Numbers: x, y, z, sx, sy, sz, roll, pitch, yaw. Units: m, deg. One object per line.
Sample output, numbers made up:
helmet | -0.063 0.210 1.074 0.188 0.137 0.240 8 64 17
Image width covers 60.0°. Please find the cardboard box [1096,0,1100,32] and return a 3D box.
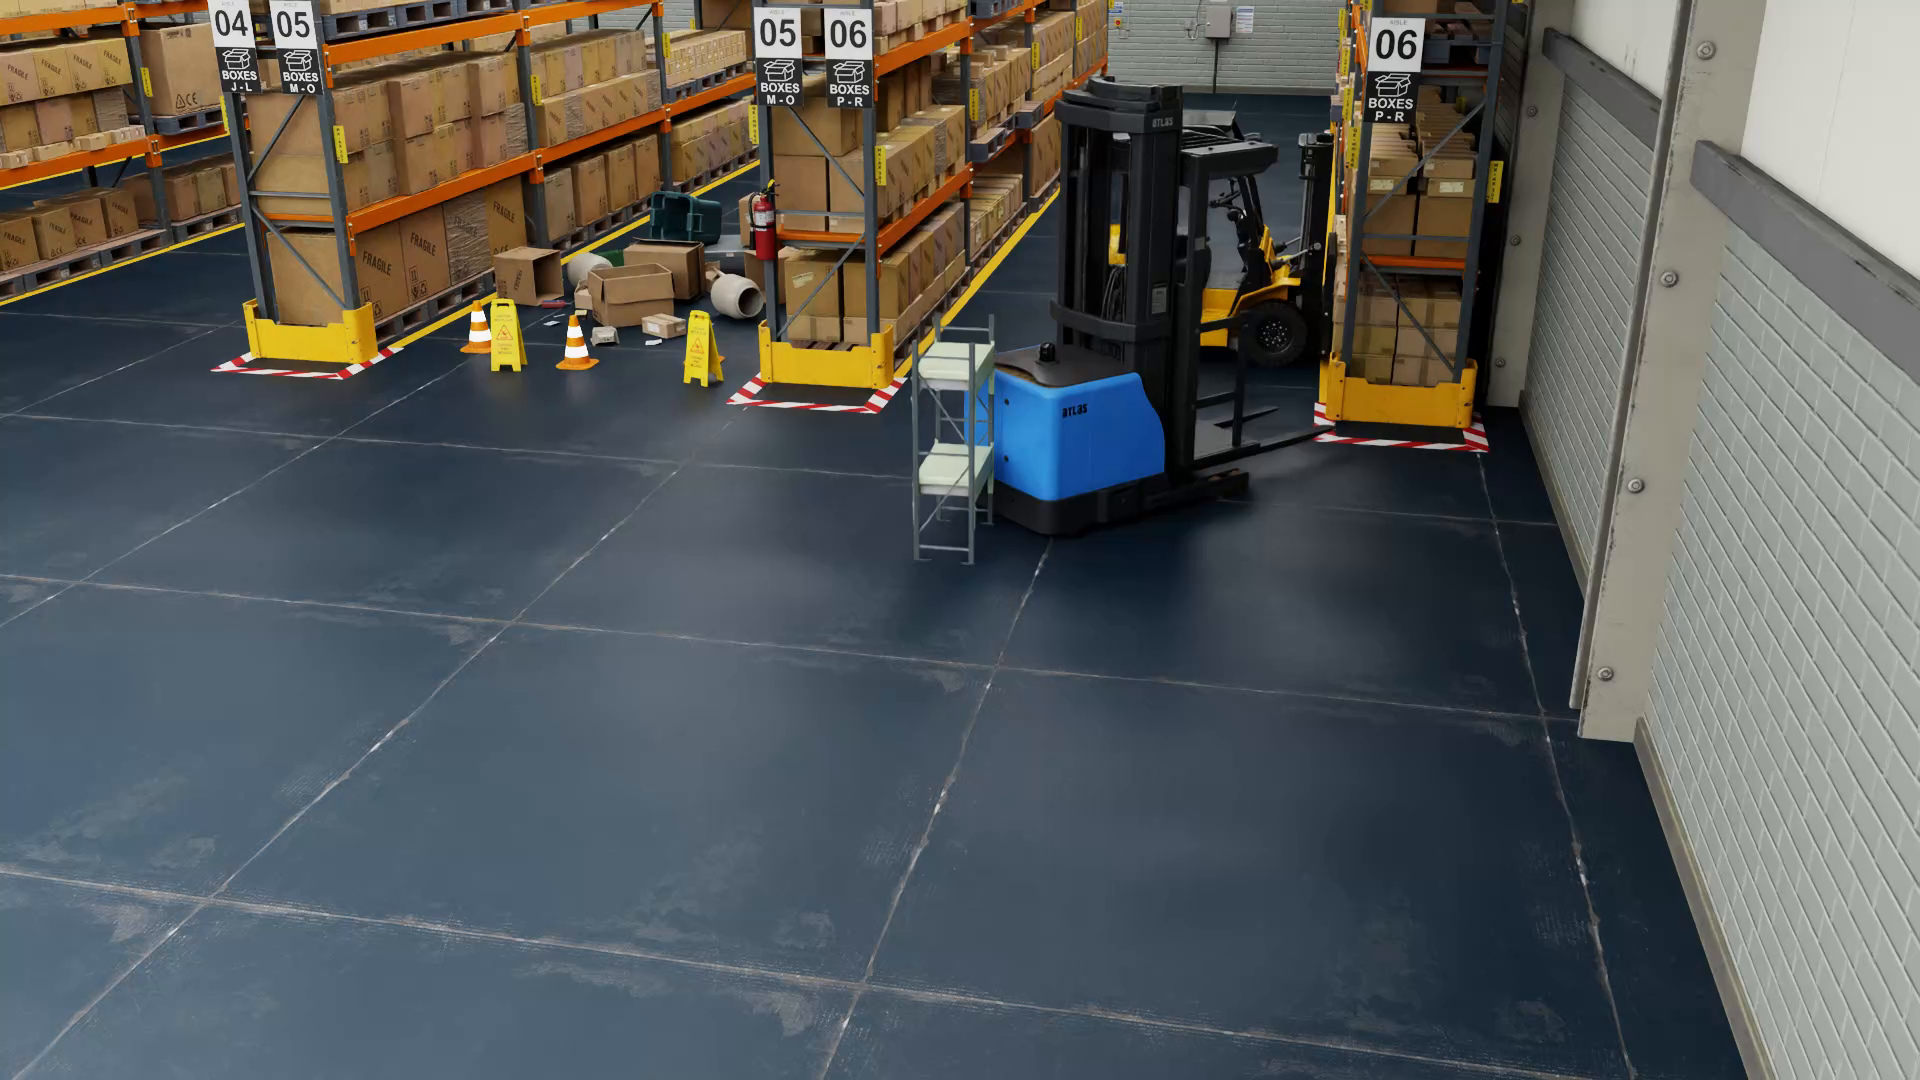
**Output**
cardboard box | 2.012 -8.590 27.195 0.500 0.500 0.500 4 22 11

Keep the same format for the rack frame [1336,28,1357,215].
rack frame | 5.287 -5.346 20.611 1.000 3.000 0.127 4 22 11

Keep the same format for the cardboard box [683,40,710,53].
cardboard box | -3.834 -7.143 24.053 0.380 0.149 0.250 4 22 10

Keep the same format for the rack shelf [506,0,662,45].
rack shelf | -4.848 -6.389 20.150 1.077 0.370 4.000 4 22 11

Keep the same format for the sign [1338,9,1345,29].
sign | 6.388 -8.714 27.817 0.100 0.325 0.005 4 22 11

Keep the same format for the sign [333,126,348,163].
sign | -5.530 -3.531 14.841 0.100 0.325 0.005 4 22 11

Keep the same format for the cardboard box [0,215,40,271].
cardboard box | -10.528 -3.263 18.225 0.500 0.500 0.500 7 23 16

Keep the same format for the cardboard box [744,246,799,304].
cardboard box | -1.940 -2.813 17.666 0.500 0.500 0.500 -16 27 -35

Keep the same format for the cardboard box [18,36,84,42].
cardboard box | -10.431 -5.518 19.169 0.500 0.500 0.500 4 22 11

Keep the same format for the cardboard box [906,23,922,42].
cardboard box | -0.560 -4.641 15.183 0.380 0.149 0.250 5 22 12

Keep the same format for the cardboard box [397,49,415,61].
cardboard box | -8.601 -7.241 25.183 0.500 0.500 0.500 5 22 11

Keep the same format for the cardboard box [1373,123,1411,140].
cardboard box | 3.897 -3.704 15.136 0.380 0.149 0.250 5 22 11

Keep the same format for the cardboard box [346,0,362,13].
cardboard box | -5.637 -4.847 15.000 0.380 0.149 0.250 5 22 11

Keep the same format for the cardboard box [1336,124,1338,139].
cardboard box | 6.489 -6.780 26.958 0.700 0.500 0.500 5 23 13

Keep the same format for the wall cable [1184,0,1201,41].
wall cable | 4.578 -11.080 33.489 0.588 1.984 0.122 4 22 11

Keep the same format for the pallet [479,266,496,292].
pallet | -5.487 -3.034 18.605 1.003 0.211 1.213 4 22 11

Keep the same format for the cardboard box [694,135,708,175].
cardboard box | -3.946 -5.522 23.832 0.500 0.500 0.500 5 22 12

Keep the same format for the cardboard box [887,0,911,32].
cardboard box | -0.730 -4.604 14.557 0.500 0.250 0.500 4 22 10

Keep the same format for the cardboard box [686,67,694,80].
cardboard box | -3.988 -6.585 23.463 0.380 0.149 0.250 5 23 13

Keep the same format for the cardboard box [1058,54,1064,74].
cardboard box | 1.197 -6.795 23.741 0.500 0.250 0.500 5 22 12

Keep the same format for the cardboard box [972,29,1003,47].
cardboard box | 0.276 -6.442 21.861 0.500 0.500 0.500 4 22 9

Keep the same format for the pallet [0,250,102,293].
pallet | -10.440 -3.026 18.584 1.003 0.211 1.213 4 22 11

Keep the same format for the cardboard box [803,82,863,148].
cardboard box | -1.204 -3.833 14.985 0.700 0.500 0.500 5 22 11

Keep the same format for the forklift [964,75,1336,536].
forklift | 1.505 -1.802 11.903 3.031 2.935 1.130 -15 26 -33

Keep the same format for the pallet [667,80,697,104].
pallet | -4.398 -6.243 23.096 1.213 0.211 1.003 4 22 11

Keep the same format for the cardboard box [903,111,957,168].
cardboard box | -0.335 -4.074 16.922 0.500 0.500 0.500 5 23 13

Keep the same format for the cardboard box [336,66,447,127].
cardboard box | -5.708 -4.447 16.733 0.875 0.550 0.500 4 22 11

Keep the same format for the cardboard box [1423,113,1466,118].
cardboard box | 4.579 -3.945 15.734 0.380 0.149 0.250 4 22 10

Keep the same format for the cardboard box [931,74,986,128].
cardboard box | -0.013 -4.788 18.134 0.500 0.500 0.500 5 22 12

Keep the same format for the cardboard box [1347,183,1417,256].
cardboard box | 3.498 -2.666 13.825 0.500 0.500 0.500 4 22 10

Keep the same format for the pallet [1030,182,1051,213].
pallet | 0.662 -4.712 22.770 1.003 0.211 1.213 4 22 11

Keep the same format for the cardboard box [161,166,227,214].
cardboard box | -9.828 -4.456 21.159 0.700 0.500 0.500 4 22 11

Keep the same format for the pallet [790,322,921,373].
pallet | -0.989 -1.826 15.604 1.003 0.211 1.213 4 22 11

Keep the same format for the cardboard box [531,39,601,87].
cardboard box | -4.849 -5.850 20.391 0.700 0.500 0.500 4 22 10

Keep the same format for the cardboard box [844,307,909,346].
cardboard box | -0.770 -1.990 15.398 0.500 0.250 0.500 4 22 10

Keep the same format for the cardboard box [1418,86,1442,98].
cardboard box | 5.282 -5.082 18.954 0.380 0.149 0.250 4 22 10

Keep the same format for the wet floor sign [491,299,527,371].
wet floor sign | -4.139 -1.884 15.167 0.267 0.644 0.232 1 22 2

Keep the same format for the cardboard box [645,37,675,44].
cardboard box | -4.417 -7.298 24.437 0.380 0.149 0.250 5 23 13

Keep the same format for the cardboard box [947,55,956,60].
cardboard box | -0.093 -5.569 20.072 0.500 0.500 0.500 5 22 12

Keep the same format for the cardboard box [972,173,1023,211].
cardboard box | 0.302 -4.493 21.449 0.950 0.372 0.625 3 22 7

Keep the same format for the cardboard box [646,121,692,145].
cardboard box | -4.062 -5.680 23.221 0.500 0.250 0.500 3 22 8

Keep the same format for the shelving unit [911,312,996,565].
shelving unit | -0.037 -0.681 11.037 0.431 1.500 0.755 4 22 10

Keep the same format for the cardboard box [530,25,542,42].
cardboard box | -7.689 -8.903 29.247 0.500 0.250 0.500 4 22 9

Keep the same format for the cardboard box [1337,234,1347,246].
cardboard box | 3.860 -2.744 15.931 0.500 0.250 0.500 5 23 13

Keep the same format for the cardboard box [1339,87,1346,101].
cardboard box | 5.046 -5.693 21.249 0.380 0.149 0.250 5 22 12

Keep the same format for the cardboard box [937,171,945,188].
cardboard box | -0.360 -3.631 16.689 0.380 0.149 0.250 4 22 10

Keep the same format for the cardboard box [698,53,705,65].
cardboard box | -3.883 -6.912 23.876 0.380 0.149 0.250 4 22 10

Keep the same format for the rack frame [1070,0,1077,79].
rack frame | 1.243 -7.185 25.180 1.000 3.000 0.127 4 22 11

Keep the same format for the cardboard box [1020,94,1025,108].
cardboard box | 0.599 -5.464 20.679 0.380 0.149 0.250 4 22 10

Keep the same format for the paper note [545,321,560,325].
paper note | -4.098 -2.188 16.748 0.144 0.017 0.142 13 25 29

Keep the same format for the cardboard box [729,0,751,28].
cardboard box | -3.293 -8.320 26.127 0.500 0.500 0.500 5 22 12

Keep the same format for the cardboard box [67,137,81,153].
cardboard box | -10.139 -4.439 18.696 0.380 0.149 0.250 4 22 11

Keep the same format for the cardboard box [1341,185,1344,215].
cardboard box | 5.146 -4.212 20.413 0.875 0.625 0.625 5 23 13

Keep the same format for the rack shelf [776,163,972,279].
rack shelf | -0.797 -3.195 16.233 1.077 0.370 4.000 4 22 11

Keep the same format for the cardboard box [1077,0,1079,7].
cardboard box | 1.598 -8.187 25.326 0.380 0.149 0.250 5 22 12

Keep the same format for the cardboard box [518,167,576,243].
cardboard box | -5.217 -3.985 19.683 1.050 0.750 0.750 4 22 11
